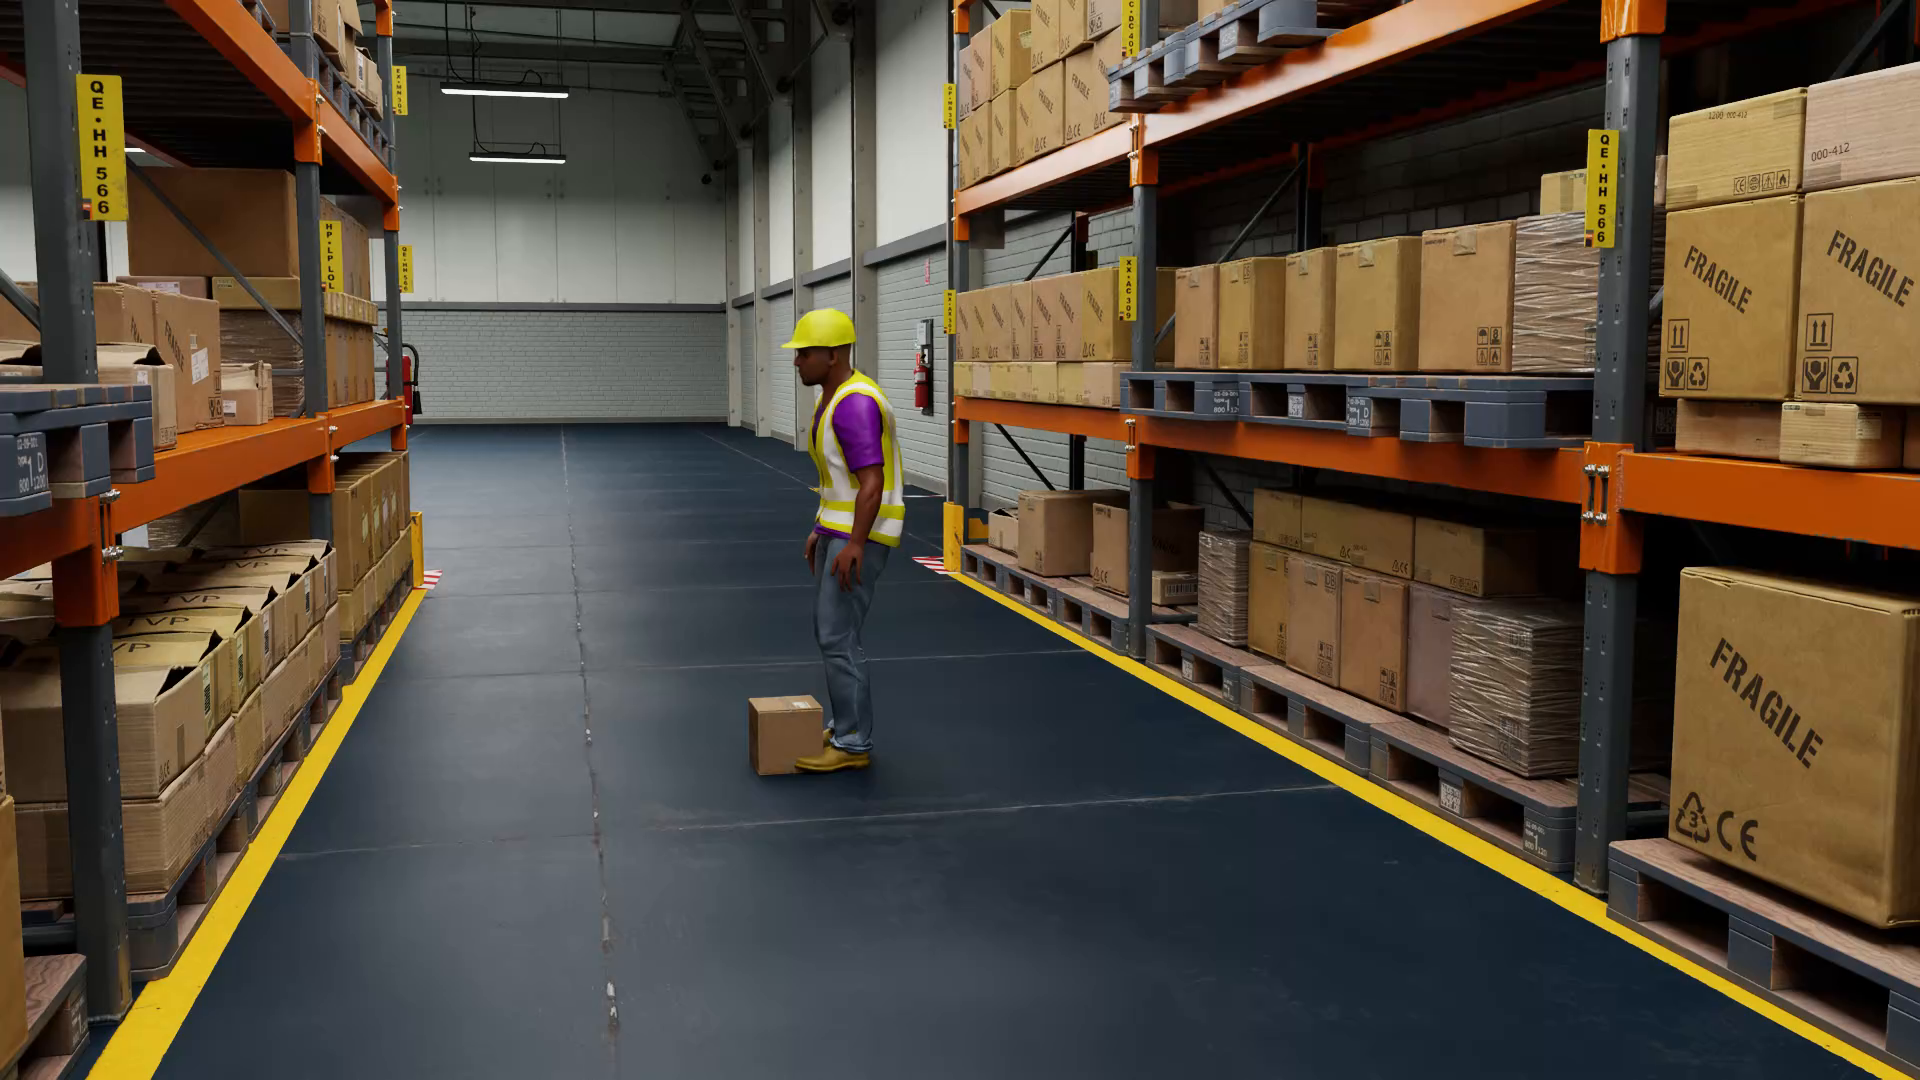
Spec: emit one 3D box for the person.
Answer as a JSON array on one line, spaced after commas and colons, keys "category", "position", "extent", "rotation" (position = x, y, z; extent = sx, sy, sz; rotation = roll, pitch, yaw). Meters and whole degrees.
[{"category": "person", "position": [-0.457, -0.004, 6.403], "extent": [0.459, 1.761, 0.638], "rotation": [-2, 6, -15]}]
